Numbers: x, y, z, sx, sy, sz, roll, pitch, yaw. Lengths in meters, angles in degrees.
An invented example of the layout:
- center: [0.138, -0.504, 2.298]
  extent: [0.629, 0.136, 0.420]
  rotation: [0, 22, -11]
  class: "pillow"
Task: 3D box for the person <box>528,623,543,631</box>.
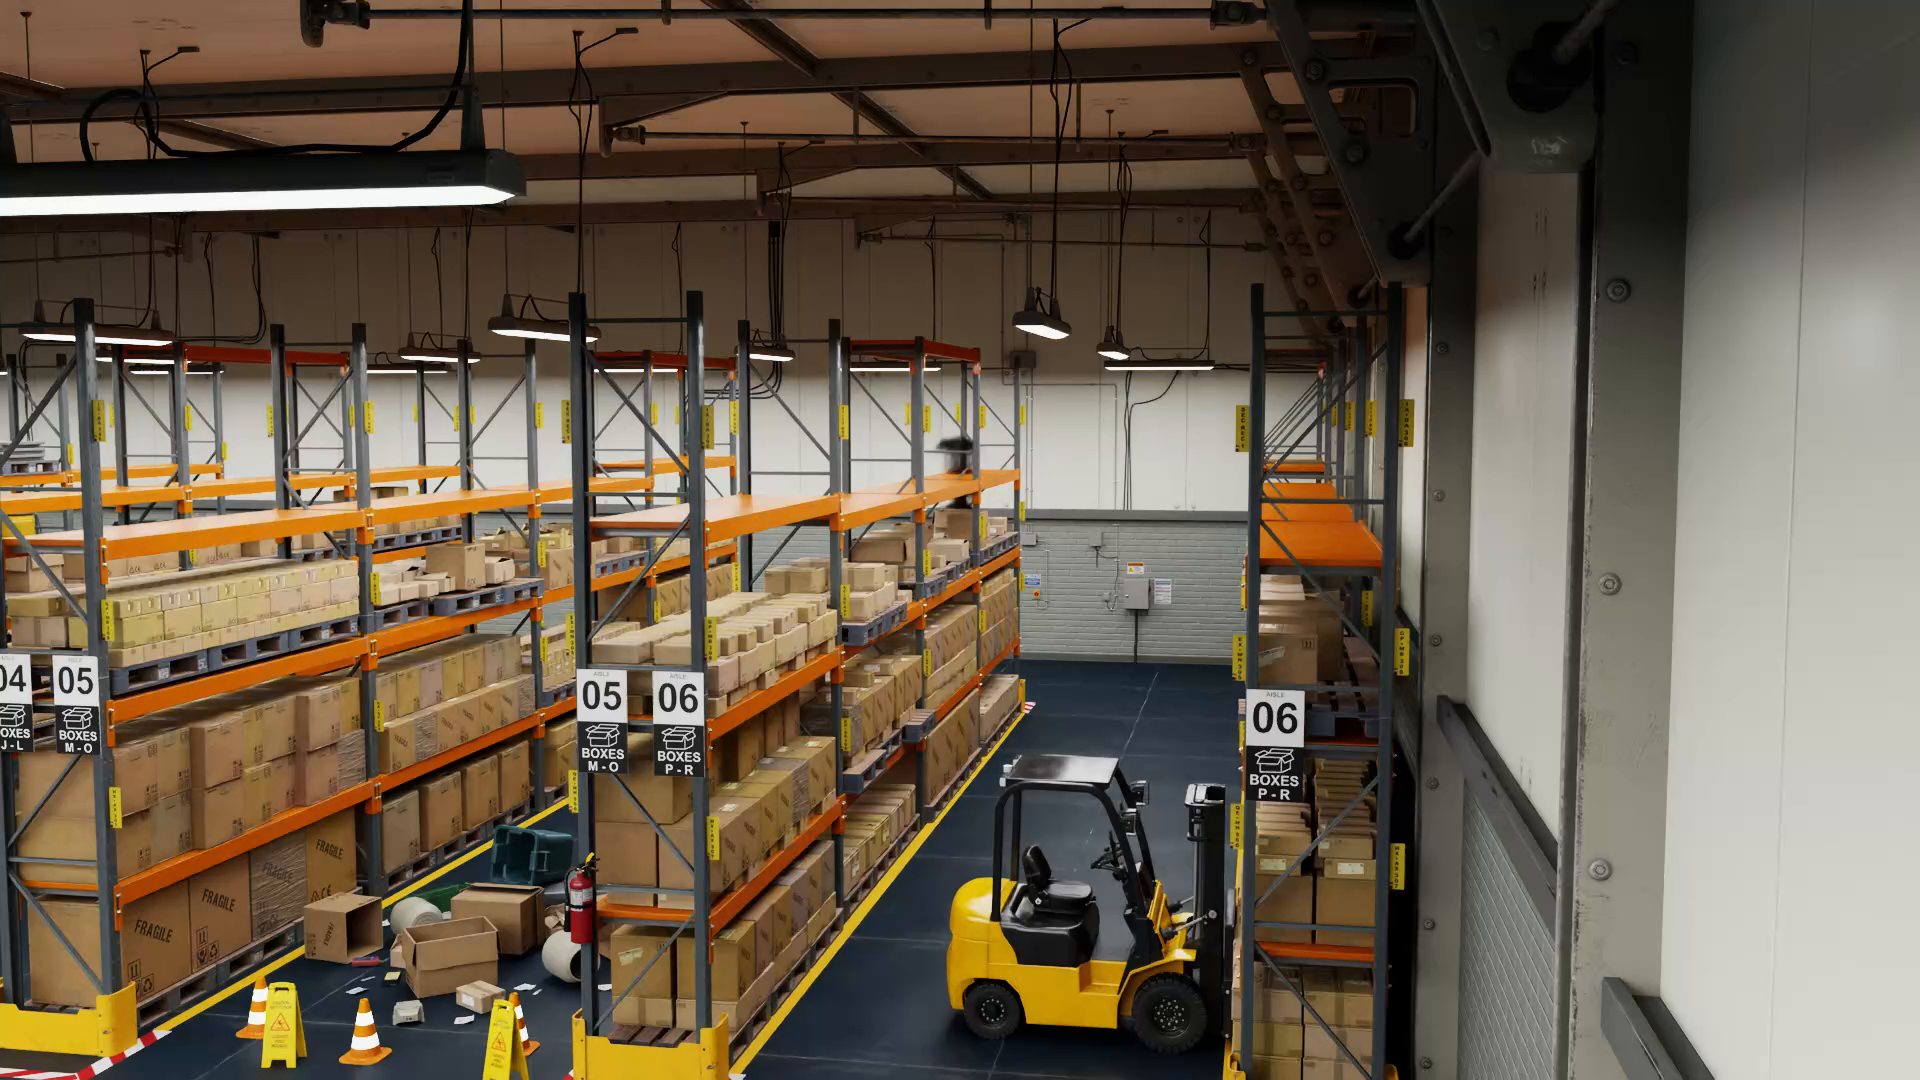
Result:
- center: [-6.836, 2.163, 27.221]
  extent: [0.682, 1.723, 0.826]
  rotation: [-3, 5, -29]
  class: "person"
